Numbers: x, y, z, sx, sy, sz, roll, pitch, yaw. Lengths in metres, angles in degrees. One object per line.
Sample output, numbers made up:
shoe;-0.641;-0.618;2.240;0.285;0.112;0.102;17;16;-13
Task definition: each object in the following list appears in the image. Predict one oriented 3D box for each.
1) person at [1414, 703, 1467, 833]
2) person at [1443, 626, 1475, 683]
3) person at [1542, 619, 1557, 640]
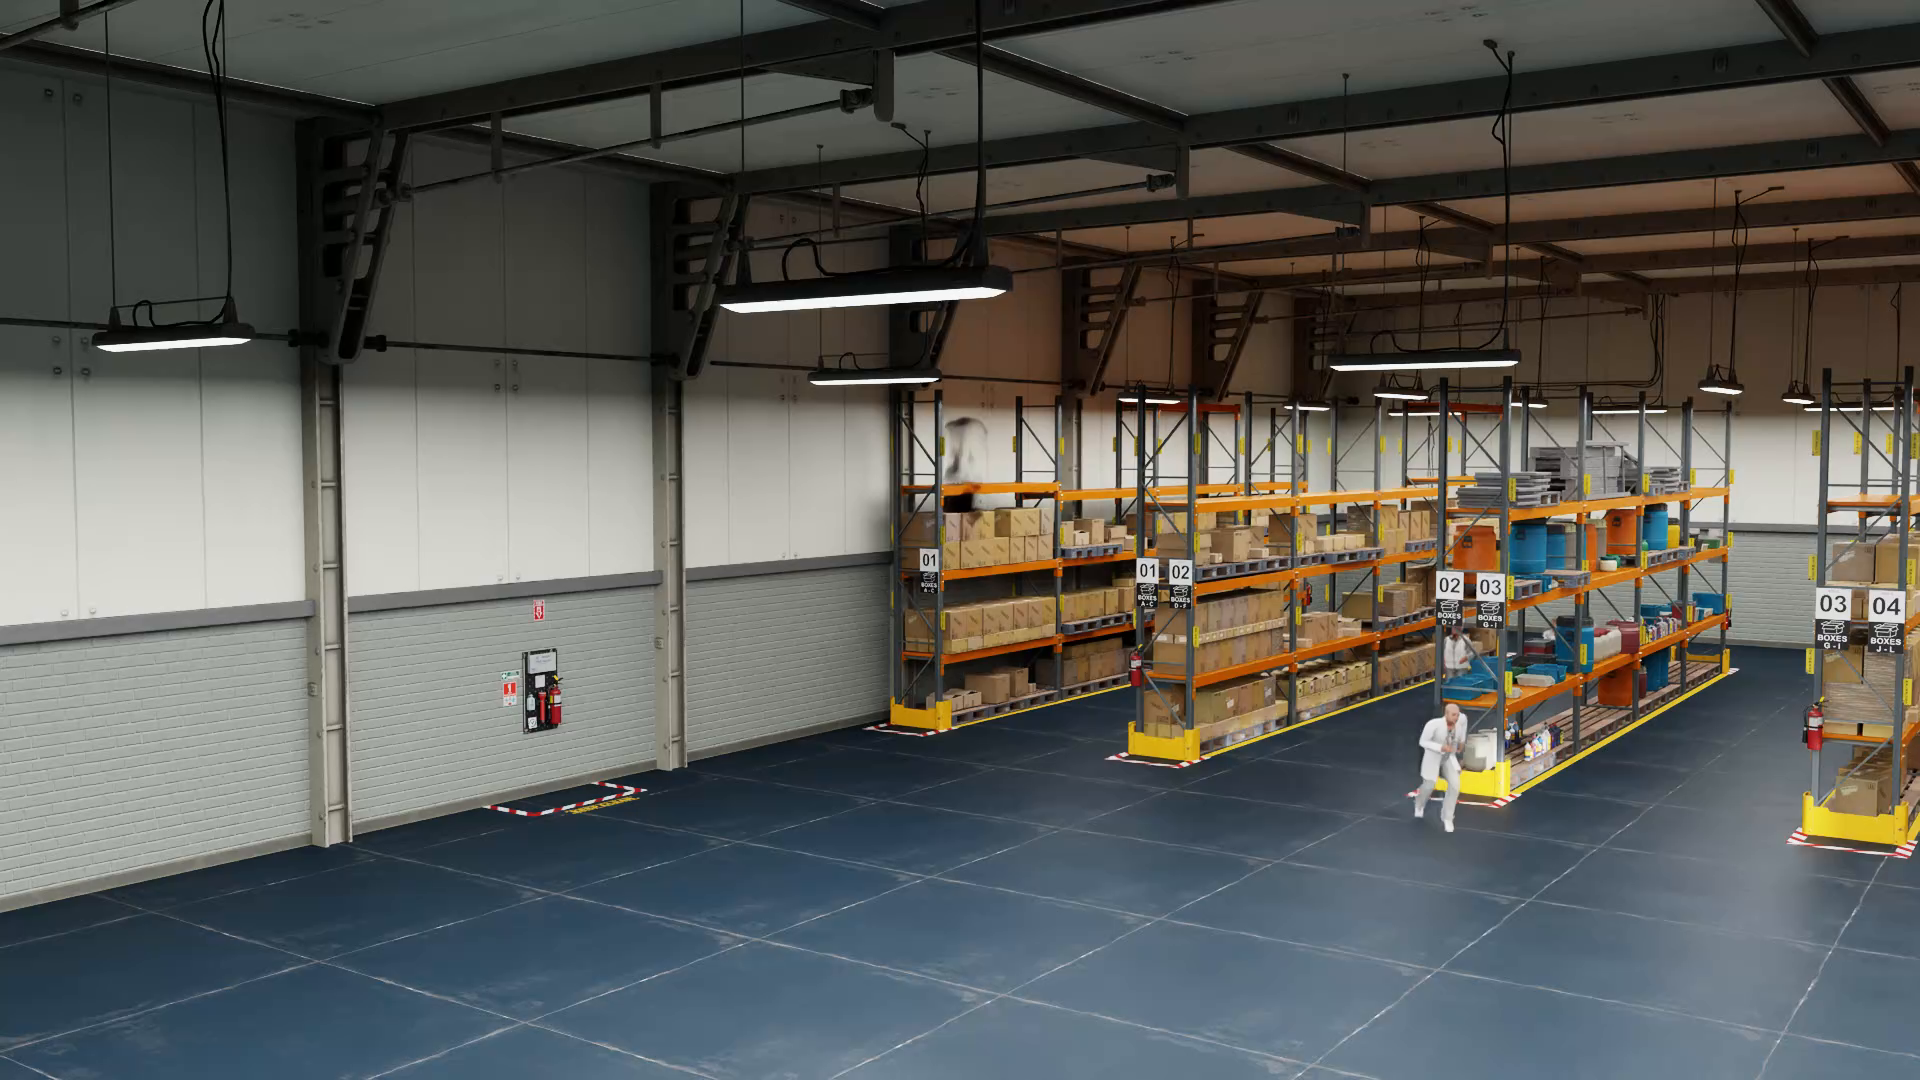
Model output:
person;6.303;3.042;21.900;0.753;1.575;1.072;-1;3;-13
person;9.294;2.386;31.135;0.651;1.743;0.607;2;4;28
person;11.828;2.354;33.215;0.516;1.554;0.529;2;4;34
